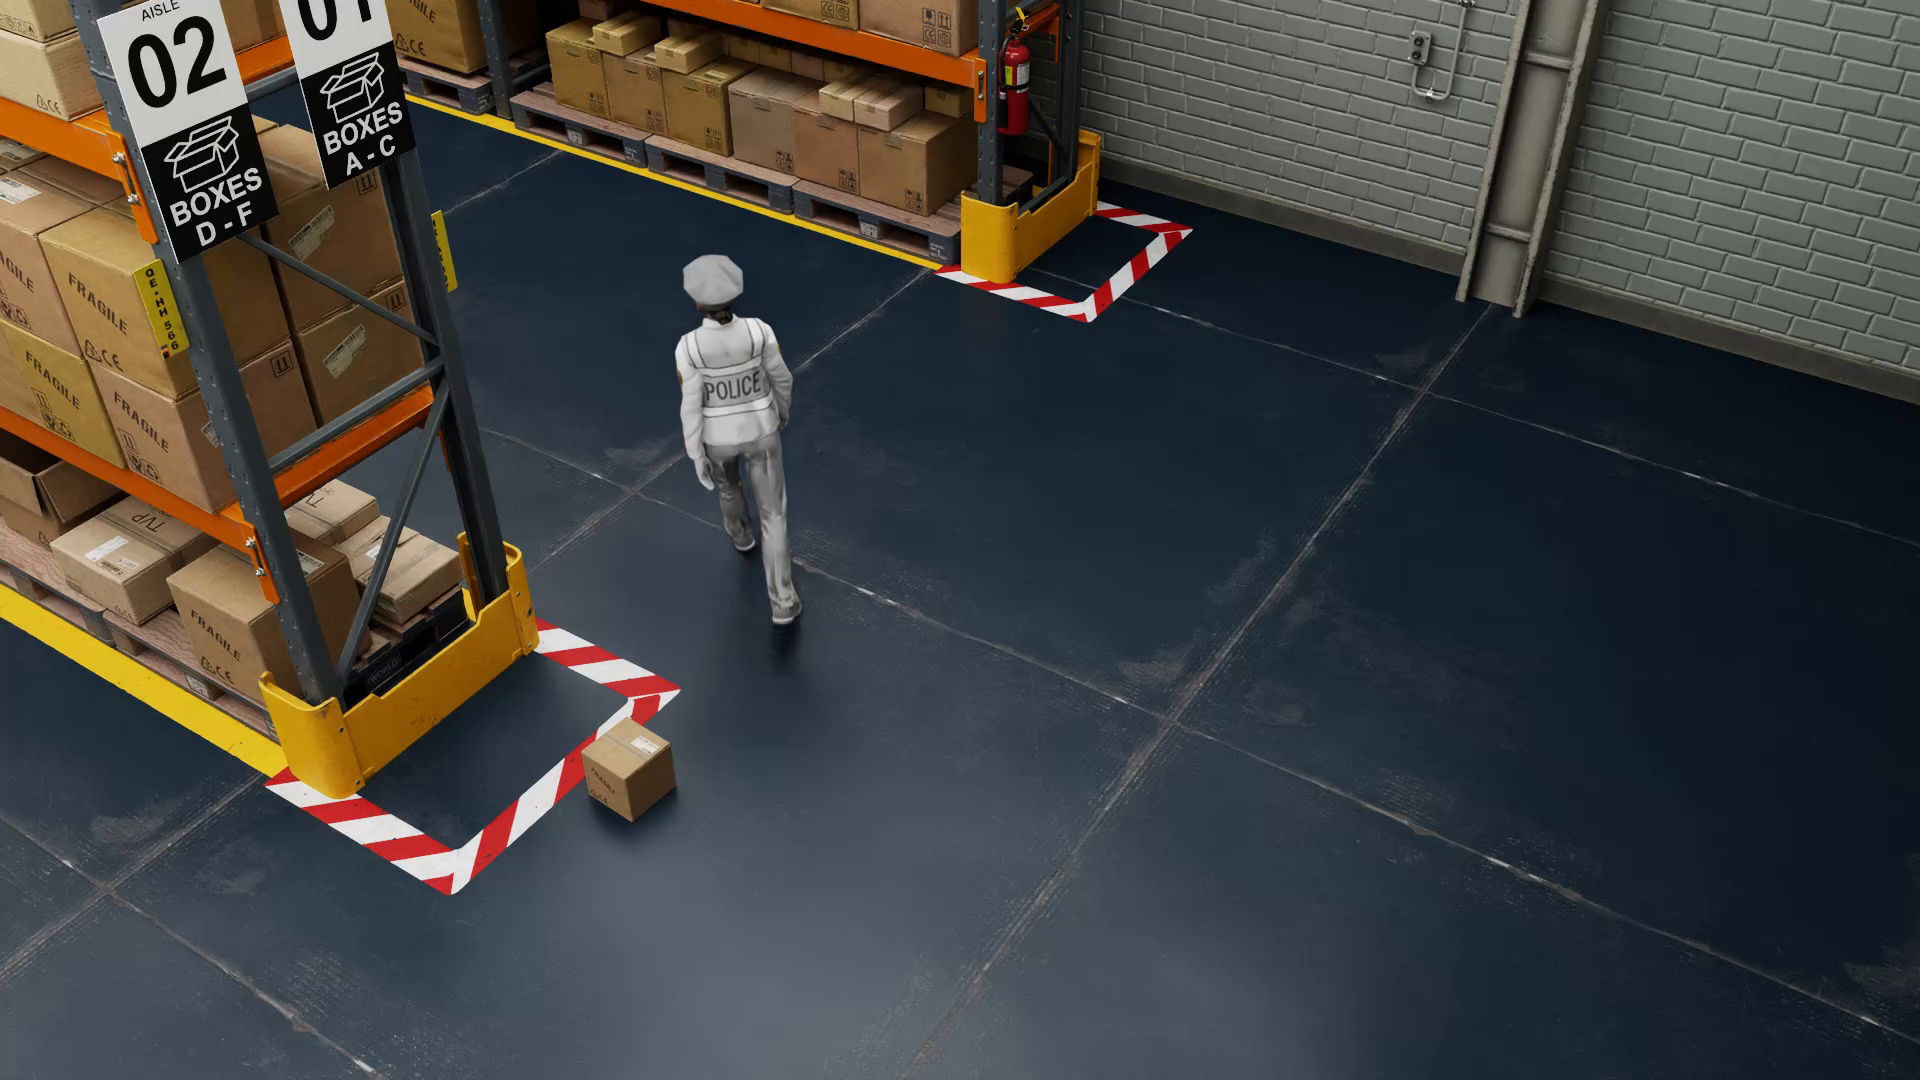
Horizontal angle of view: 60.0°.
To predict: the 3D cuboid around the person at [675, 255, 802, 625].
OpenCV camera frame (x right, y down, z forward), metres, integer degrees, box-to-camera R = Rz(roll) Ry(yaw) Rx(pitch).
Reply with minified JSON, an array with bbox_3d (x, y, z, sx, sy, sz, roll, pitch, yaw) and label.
[{"bbox_3d":[-0.952,-0.457,7.230,0.498,1.642,0.989,-7,39,-8],"label":"person"}]
